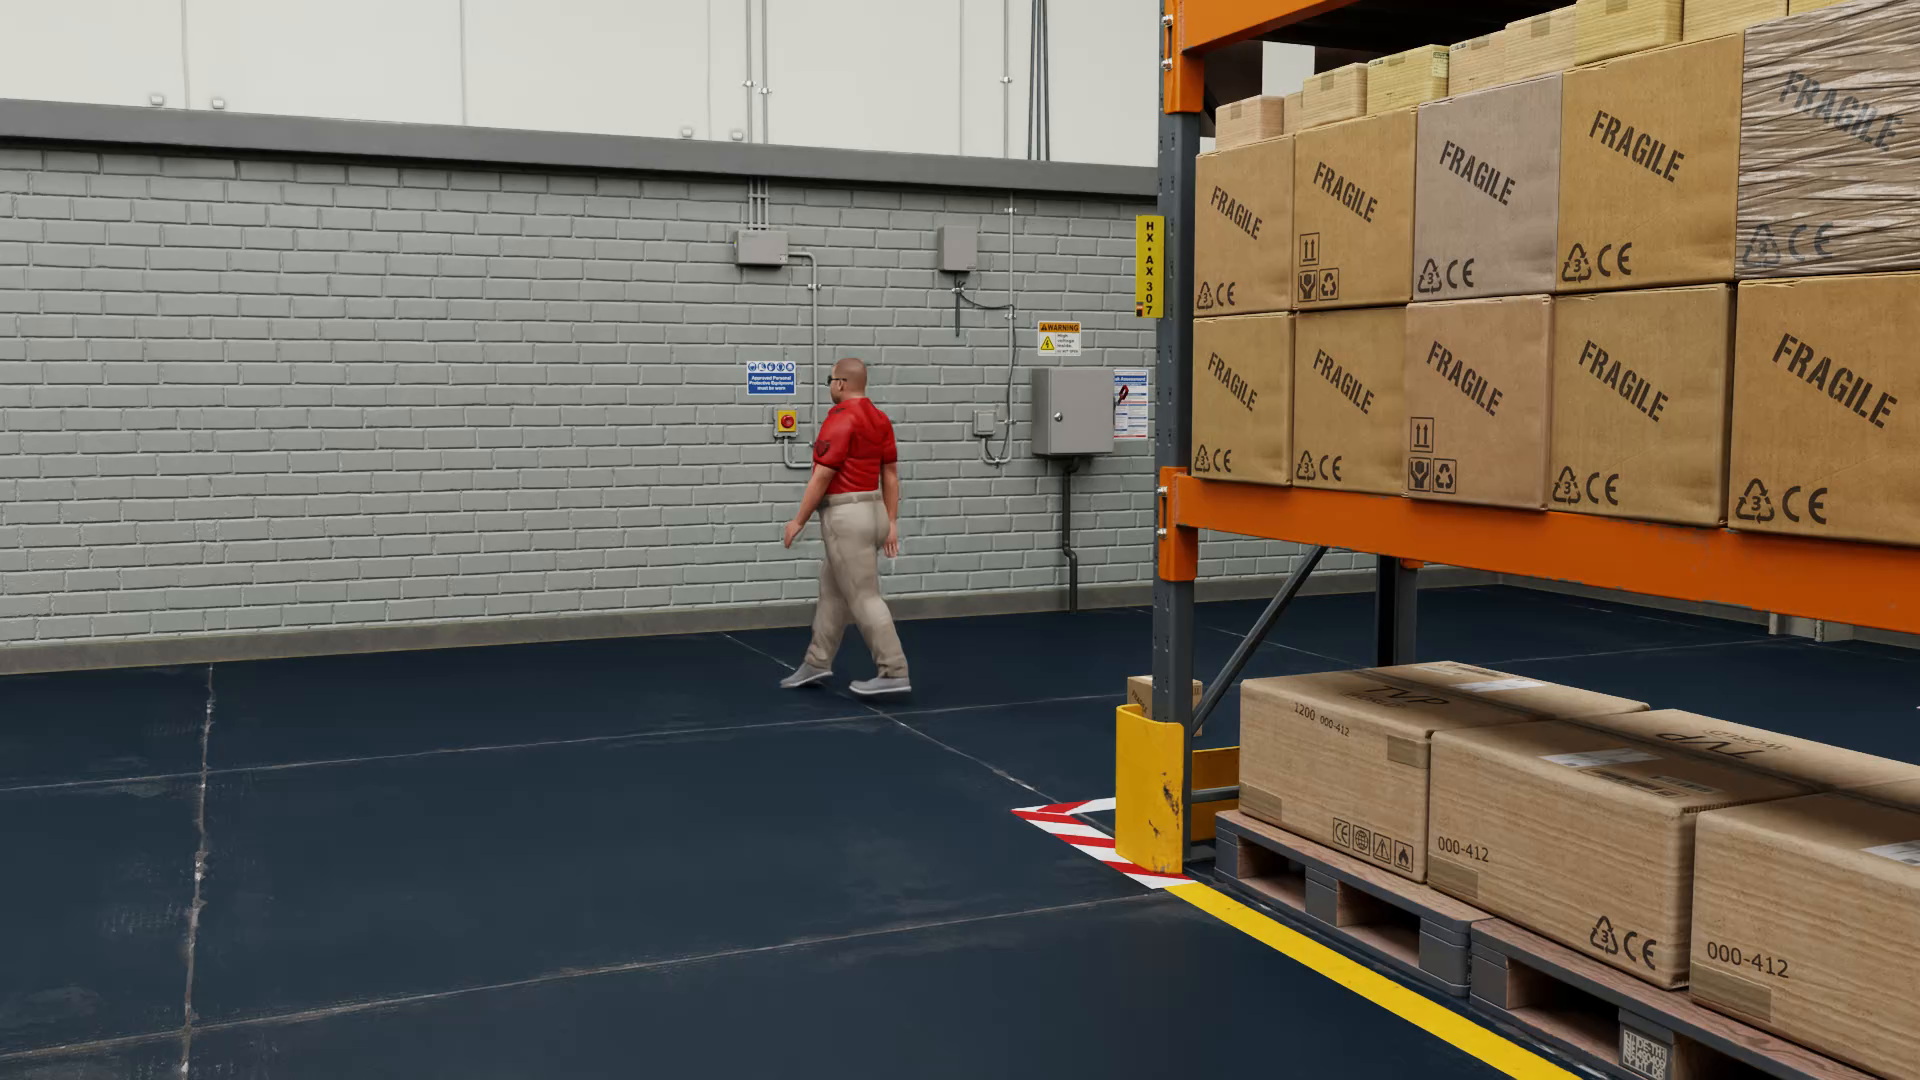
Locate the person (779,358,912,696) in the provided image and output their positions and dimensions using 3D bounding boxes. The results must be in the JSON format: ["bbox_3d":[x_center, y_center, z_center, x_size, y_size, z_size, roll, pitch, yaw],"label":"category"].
[{"bbox_3d":[-0.624,-0.050,8.450,0.850,1.742,0.550,2,6,24],"label":"person"}]
